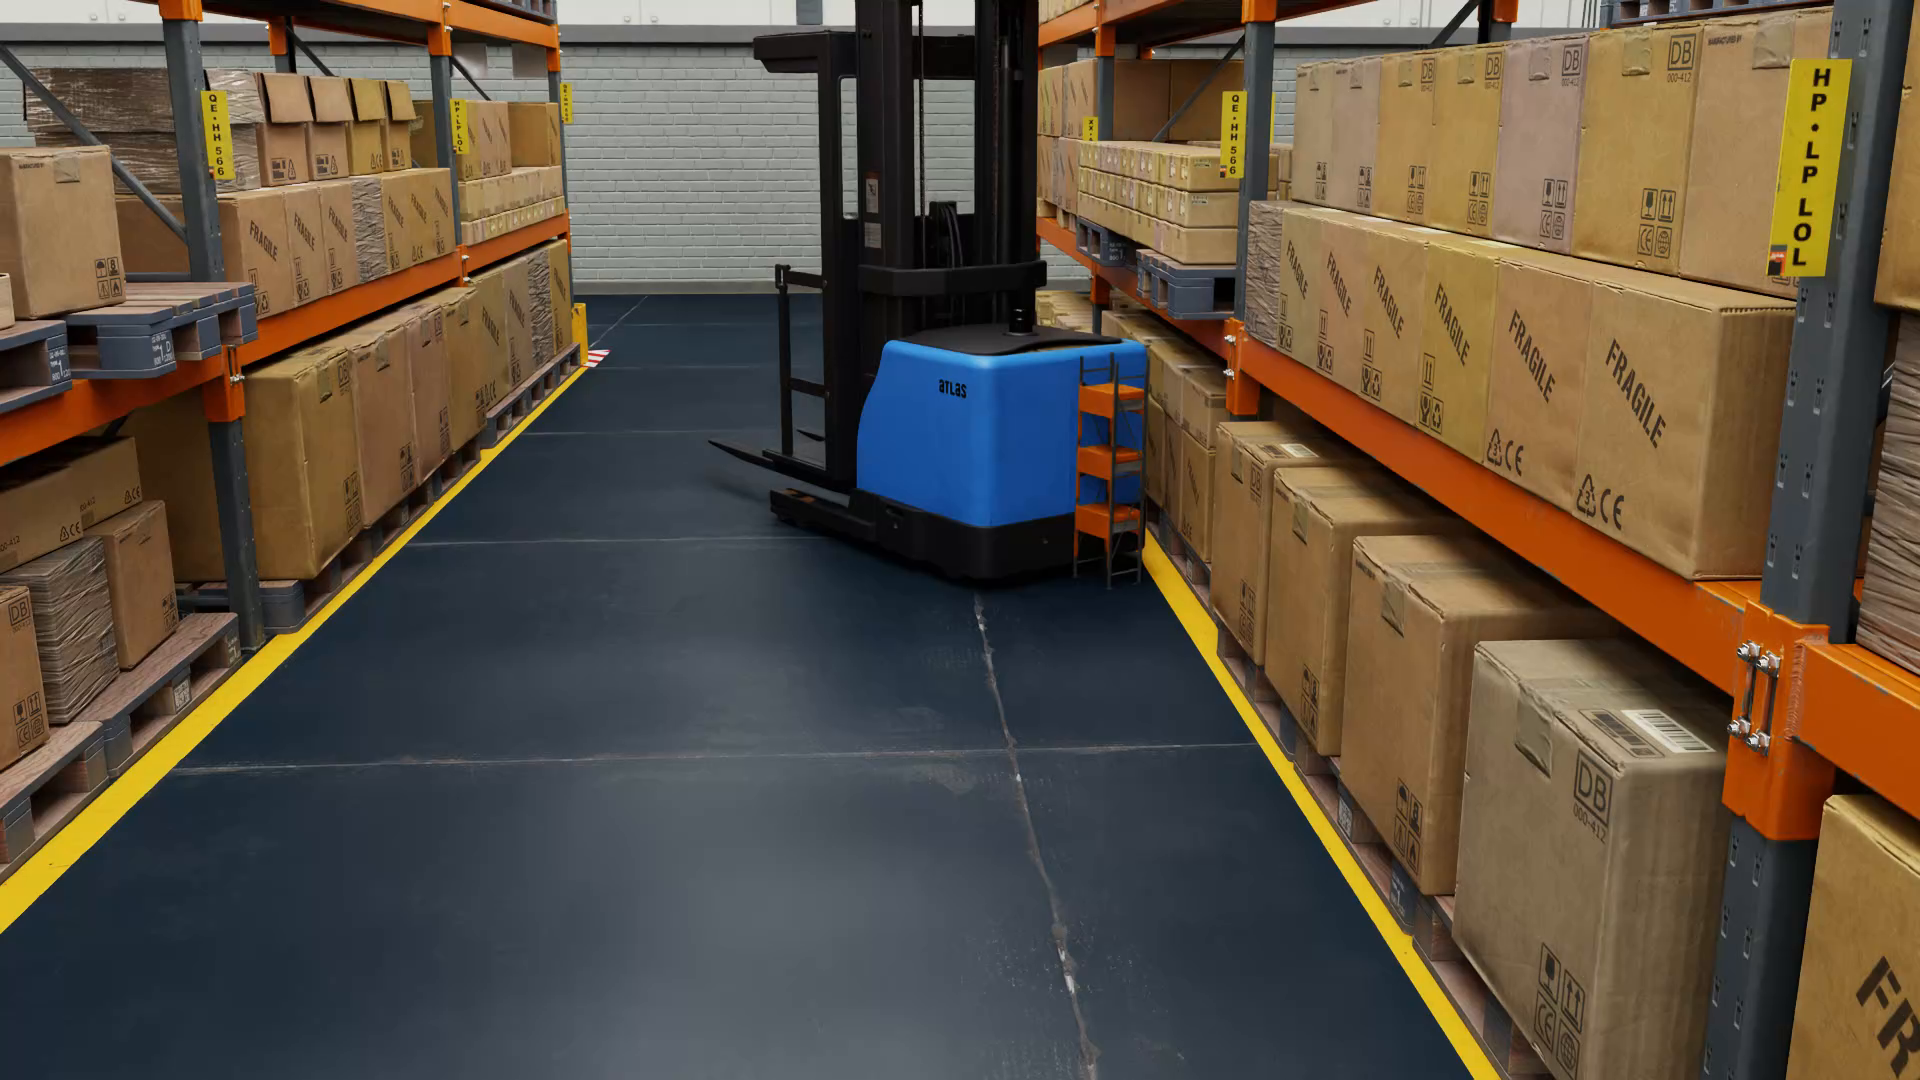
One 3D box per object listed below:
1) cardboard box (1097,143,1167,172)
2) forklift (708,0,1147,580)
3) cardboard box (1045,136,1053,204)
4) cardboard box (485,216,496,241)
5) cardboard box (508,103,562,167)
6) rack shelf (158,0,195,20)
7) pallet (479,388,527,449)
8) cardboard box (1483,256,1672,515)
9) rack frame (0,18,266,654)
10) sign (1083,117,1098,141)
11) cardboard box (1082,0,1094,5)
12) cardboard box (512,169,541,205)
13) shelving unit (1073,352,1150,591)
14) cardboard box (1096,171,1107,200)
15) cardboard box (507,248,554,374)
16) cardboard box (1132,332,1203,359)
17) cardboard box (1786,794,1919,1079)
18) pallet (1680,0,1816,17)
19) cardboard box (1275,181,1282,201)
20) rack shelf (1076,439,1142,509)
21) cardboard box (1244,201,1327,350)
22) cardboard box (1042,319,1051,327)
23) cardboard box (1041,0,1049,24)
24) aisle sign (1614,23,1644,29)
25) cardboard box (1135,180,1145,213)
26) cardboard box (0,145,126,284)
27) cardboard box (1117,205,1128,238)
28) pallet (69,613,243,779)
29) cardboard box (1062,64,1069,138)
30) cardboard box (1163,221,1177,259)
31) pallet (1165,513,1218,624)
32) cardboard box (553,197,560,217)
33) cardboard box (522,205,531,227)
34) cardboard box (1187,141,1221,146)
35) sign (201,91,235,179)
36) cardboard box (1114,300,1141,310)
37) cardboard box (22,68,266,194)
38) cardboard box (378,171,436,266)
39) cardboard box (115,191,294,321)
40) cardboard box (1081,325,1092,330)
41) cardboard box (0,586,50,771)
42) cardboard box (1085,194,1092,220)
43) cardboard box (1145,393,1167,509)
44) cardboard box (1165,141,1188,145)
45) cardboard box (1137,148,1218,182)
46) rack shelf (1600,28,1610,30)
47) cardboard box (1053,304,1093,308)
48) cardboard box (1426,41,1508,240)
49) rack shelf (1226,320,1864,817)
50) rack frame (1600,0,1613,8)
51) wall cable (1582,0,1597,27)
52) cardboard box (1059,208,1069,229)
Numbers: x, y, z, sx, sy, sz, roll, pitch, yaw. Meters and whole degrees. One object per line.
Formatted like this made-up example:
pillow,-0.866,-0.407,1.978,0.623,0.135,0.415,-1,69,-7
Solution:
cardboard box,0.967,-2.117,9.201,0.380,0.149,0.250,-1,14,-4
forklift,-0.361,-1.546,8.652,1.130,2.935,3.031,-10,18,-34
cardboard box,0.932,-2.864,12.840,0.500,0.500,0.500,-1,14,-3
cardboard box,-3.324,-2.084,11.109,0.380,0.149,0.250,0,14,-2
cardboard box,-3.560,-3.308,13.563,0.500,0.500,0.500,-1,14,-3
rack shelf,-3.233,-1.608,4.180,1.077,0.370,4.000,-1,14,-3
pallet,-3.574,-0.836,11.351,1.003,0.211,1.213,-1,14,-3
cardboard box,1.517,-0.357,3.695,0.500,0.500,0.500,-1,14,-4
rack frame,-3.357,-1.001,6.397,1.000,3.000,0.127,-1,14,-3
sign,0.811,-2.456,10.315,0.100,0.325,0.005,-1,14,-3
cardboard box,1.052,-3.545,10.566,0.500,0.250,0.500,-1,14,-2
cardboard box,-3.495,-2.693,12.677,0.500,0.250,0.500,-1,14,-5
shelving unit,0.692,-0.316,7.640,0.215,1.050,0.252,-10,19,-35
cardboard box,0.968,-1.975,9.246,0.380,0.149,0.250,-2,15,-6
cardboard box,-3.677,-1.781,12.849,0.875,0.875,0.875,-1,14,-3
cardboard box,1.197,-0.956,8.891,0.500,0.250,0.500,0,14,-1
cardboard box,1.817,0.926,2.331,0.875,0.875,0.875,-1,14,-3
pallet,6.173,-4.065,12.463,1.003,0.211,1.213,-1,14,-3
cardboard box,1.701,-1.660,8.023,0.380,0.149,0.250,-1,14,-3
rack shelf,0.692,-0.306,7.643,0.215,0.259,0.240,-10,19,-35
cardboard box,1.358,-0.985,6.134,0.500,0.500,0.500,-1,14,-3
cardboard box,0.852,-1.681,13.320,0.380,0.149,0.250,0,14,-2
cardboard box,0.905,-4.175,13.016,0.500,0.250,0.500,0,14,-2
aisle sign,5.744,-4.416,14.453,0.394,0.787,0.004,-1,14,-3
cardboard box,1.049,-1.650,7.984,0.380,0.149,0.250,-1,14,-4
cardboard box,-3.284,-1.119,5.813,0.500,0.500,0.500,-3,15,-10
cardboard box,1.016,-1.636,8.528,0.380,0.149,0.250,-2,15,-6
pallet,-3.310,0.544,5.989,1.003,0.211,1.213,-1,14,-3
cardboard box,0.998,-3.093,11.722,0.500,0.500,0.500,-1,14,-2
cardboard box,1.097,-1.311,7.265,0.380,0.149,0.250,-1,14,-4
pallet,1.553,0.104,7.700,1.003,0.211,1.213,-1,14,-3
cardboard box,-3.484,-2.721,13.585,0.380,0.149,0.250,-1,14,-3
cardboard box,-3.407,-2.405,12.359,0.380,0.149,0.250,-1,14,-2
cardboard box,1.572,-2.320,9.992,0.380,0.149,0.250,0,14,-1
sign,-2.816,-1.534,6.304,0.100,0.325,0.005,-1,14,-3
cardboard box,1.444,-1.834,13.319,0.380,0.149,0.250,-1,15,-6
cardboard box,-3.386,-1.717,6.967,0.797,0.503,0.637,0,14,-2
cardboard box,-3.280,-1.809,9.337,0.500,0.500,0.500,0,14,-2
cardboard box,-3.116,-1.174,6.871,0.500,0.500,0.500,0,14,-2
cardboard box,1.054,-1.433,11.761,0.380,0.149,0.250,0,14,-2
cardboard box,-3.206,0.442,4.924,0.700,0.500,0.500,0,14,1
cardboard box,0.940,-1.955,9.766,0.380,0.149,0.250,-1,14,-3
cardboard box,1.221,-0.465,8.489,0.500,0.500,0.500,-2,15,-6
cardboard box,1.573,-2.367,10.908,0.500,0.500,0.500,-1,14,-4
cardboard box,1.053,-1.791,7.935,0.380,0.149,0.250,-1,14,-3
rack shelf,6.162,-3.750,12.507,1.077,0.370,4.000,-1,14,-3
cardboard box,0.928,-1.756,13.018,0.380,0.149,0.250,0,14,-1
cardboard box,1.716,-1.093,4.547,0.700,0.500,0.500,-1,14,-4
rack shelf,1.724,-0.207,4.753,1.077,0.370,4.000,-1,14,-3
rack frame,6.038,-6.049,13.977,1.000,3.000,0.127,-1,14,-3
wall cable,8.938,-7.522,19.627,2.988,3.039,0.133,-1,14,-3
cardboard box,0.932,-2.381,12.263,0.380,0.149,0.250,-1,14,-2
